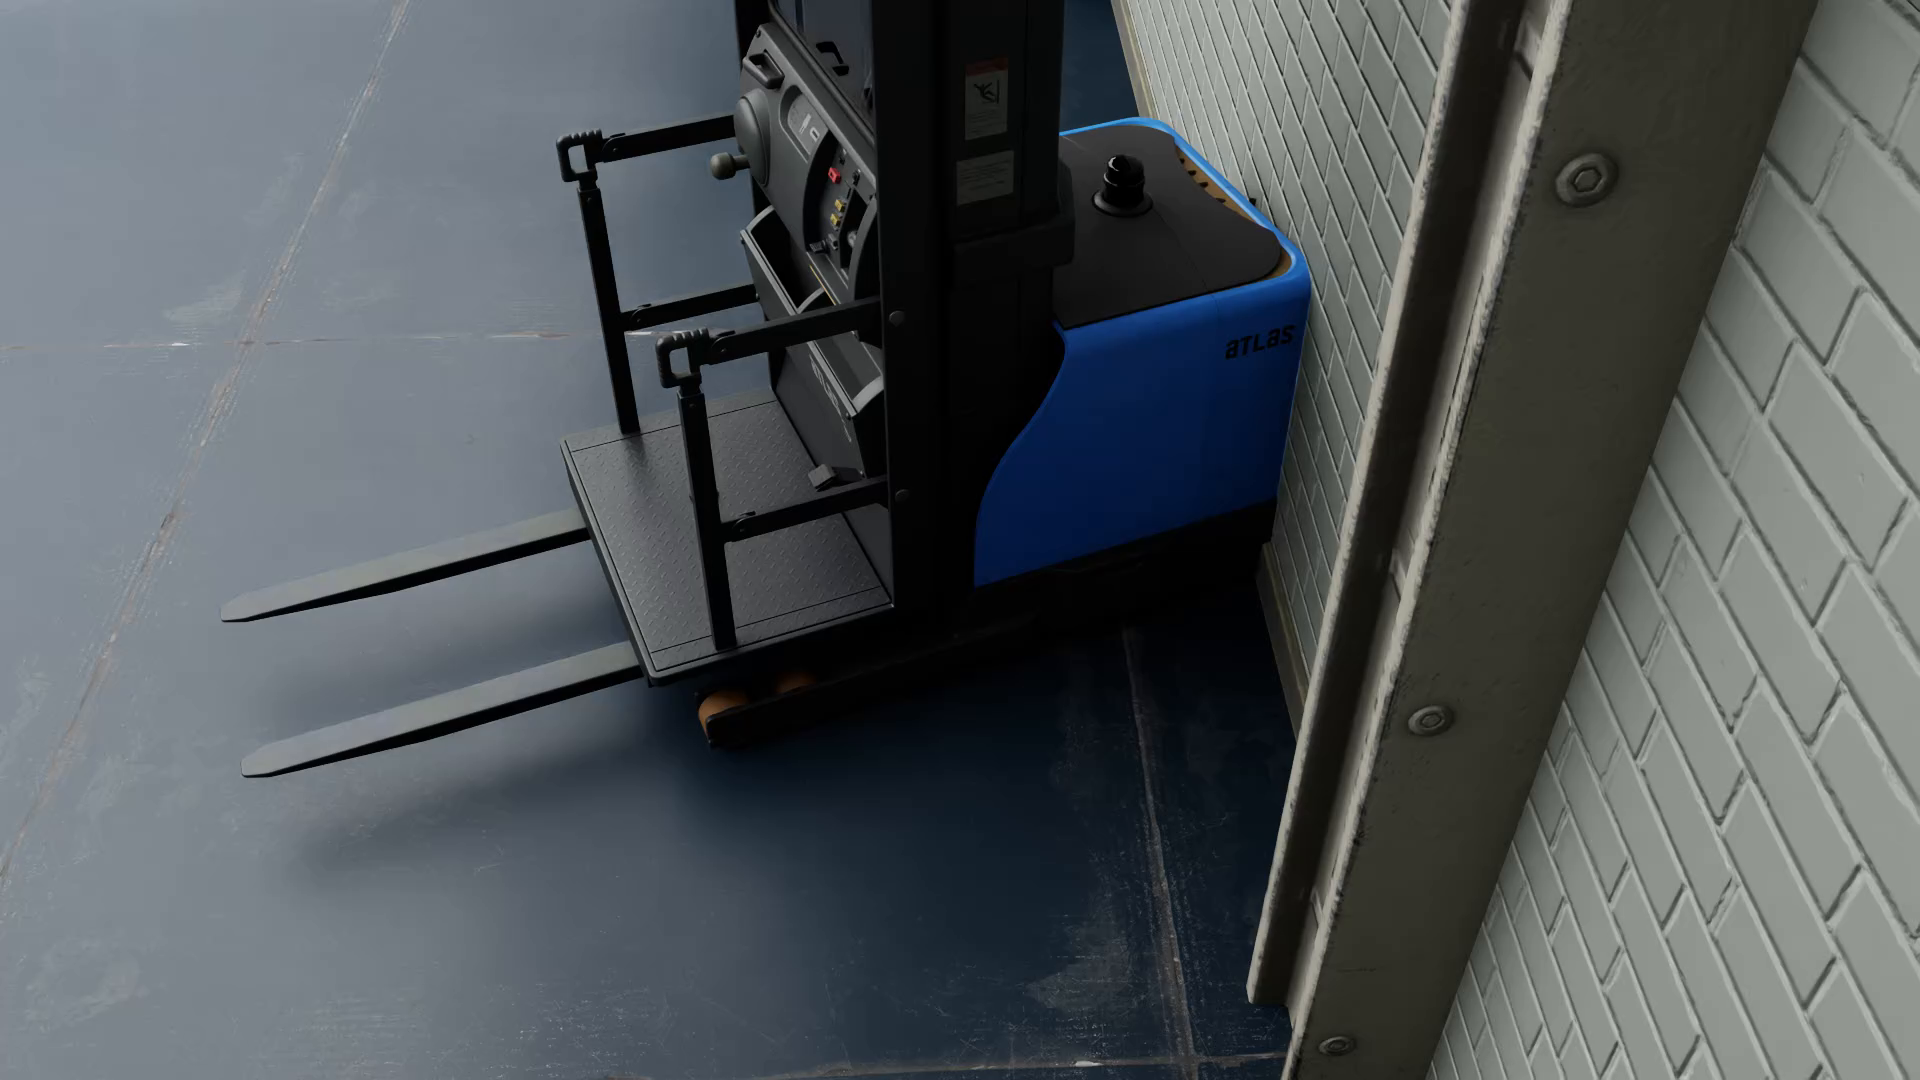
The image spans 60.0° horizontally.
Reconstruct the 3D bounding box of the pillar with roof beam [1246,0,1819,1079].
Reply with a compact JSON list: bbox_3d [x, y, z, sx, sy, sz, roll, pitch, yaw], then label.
[{"bbox_3d":[-3.439,-1.980,0.750,9.100,9.000,0.400,-2,43,-2],"label":"pillar with roof beam"}]

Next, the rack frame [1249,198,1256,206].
[{"bbox_3d":[0.753,-0.717,5.374,0.240,0.900,0.006,3,42,-3],"label":"rack frame"}]

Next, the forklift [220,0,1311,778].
[{"bbox_3d":[-0.574,-0.916,4.080,3.031,2.935,1.130,-16,45,-17],"label":"forklift"}]

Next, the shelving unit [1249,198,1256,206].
[{"bbox_3d":[0.754,-0.648,5.299,0.258,0.900,0.210,3,42,-3],"label":"shelving unit"}]
